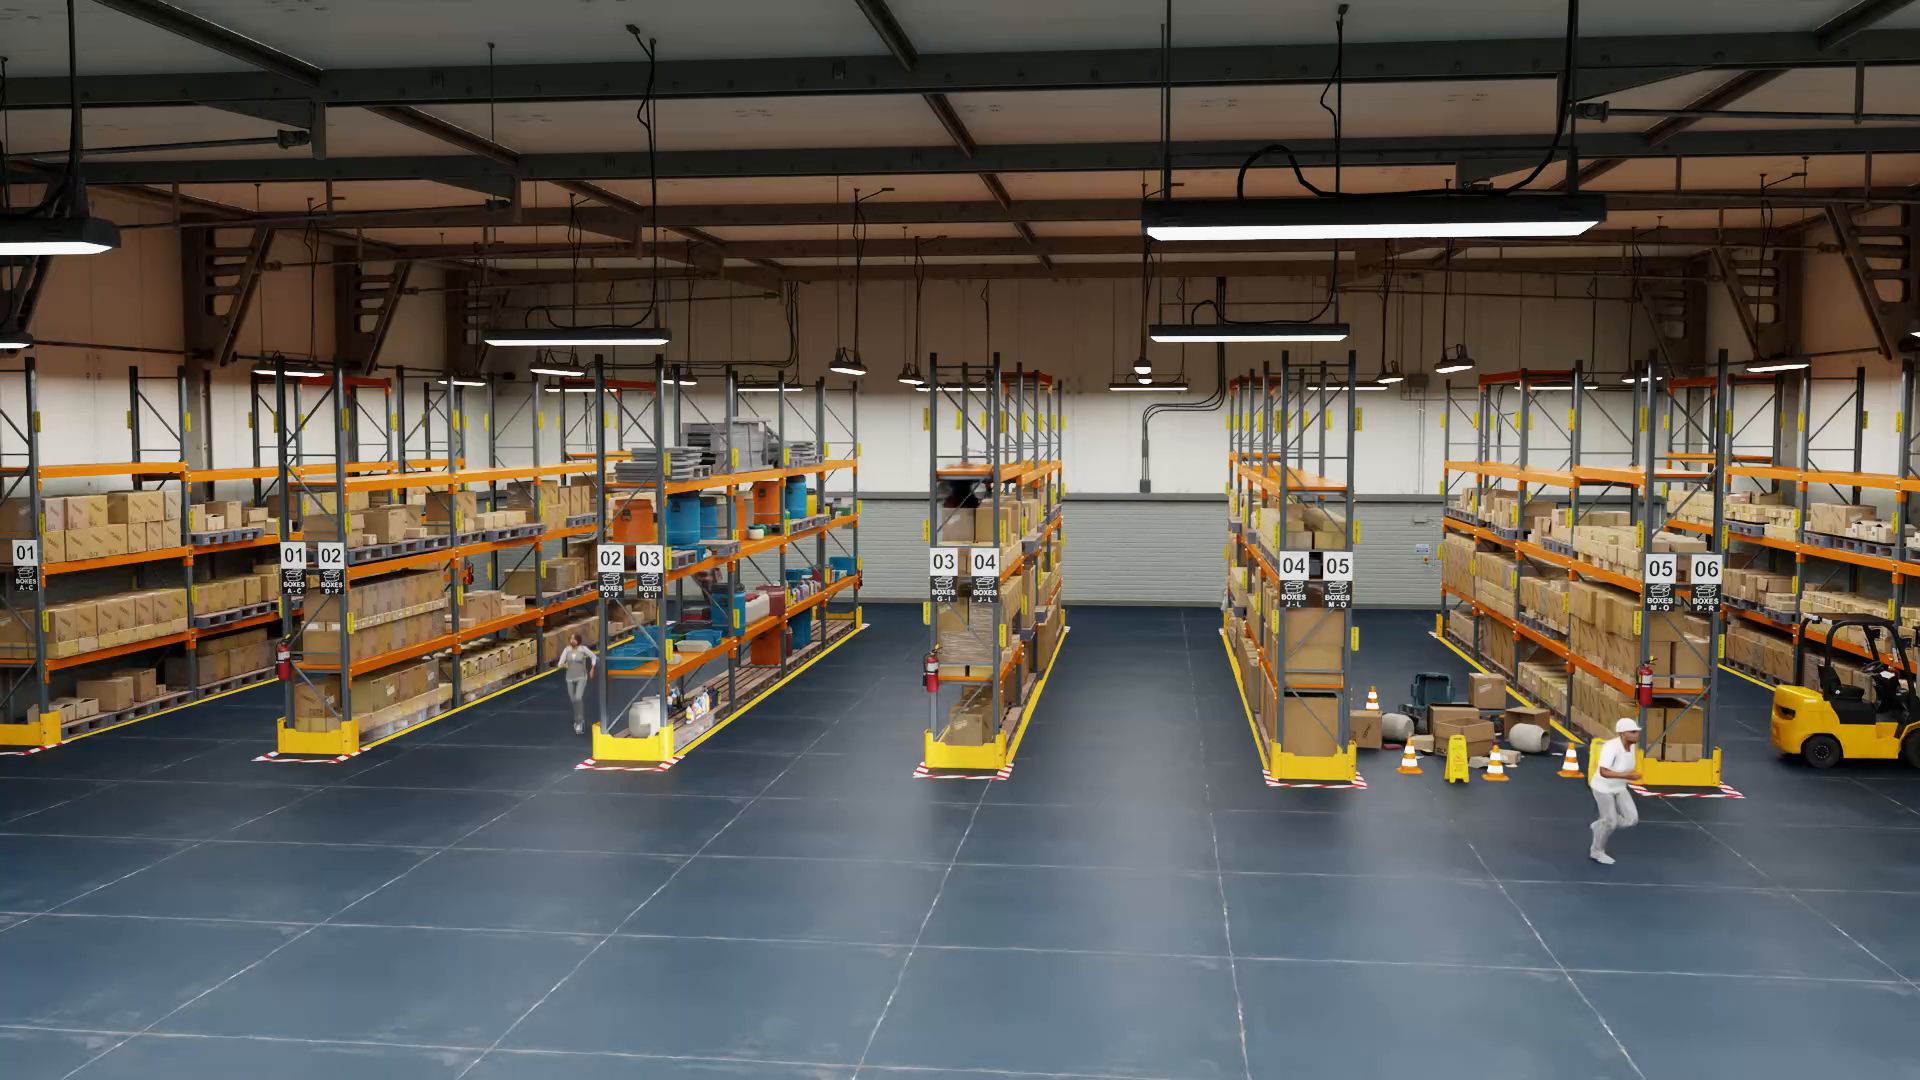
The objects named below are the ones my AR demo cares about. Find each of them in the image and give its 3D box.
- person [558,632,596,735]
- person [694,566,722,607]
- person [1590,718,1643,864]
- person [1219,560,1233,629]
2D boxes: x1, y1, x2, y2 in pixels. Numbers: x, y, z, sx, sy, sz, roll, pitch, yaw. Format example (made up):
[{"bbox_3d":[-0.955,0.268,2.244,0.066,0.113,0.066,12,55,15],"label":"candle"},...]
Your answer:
[{"bbox_3d":[-6.196,2.303,26.858,0.539,1.656,0.732,1,4,8],"label":"person"},{"bbox_3d":[-6.190,1.215,41.076,0.779,1.751,0.958,-1,4,-18],"label":"person"},{"bbox_3d":[7.424,2.836,18.757,0.678,1.694,0.687,-3,5,-34],"label":"person"},{"bbox_3d":[6.630,1.309,40.257,0.666,1.779,0.698,0,4,0],"label":"person"}]
